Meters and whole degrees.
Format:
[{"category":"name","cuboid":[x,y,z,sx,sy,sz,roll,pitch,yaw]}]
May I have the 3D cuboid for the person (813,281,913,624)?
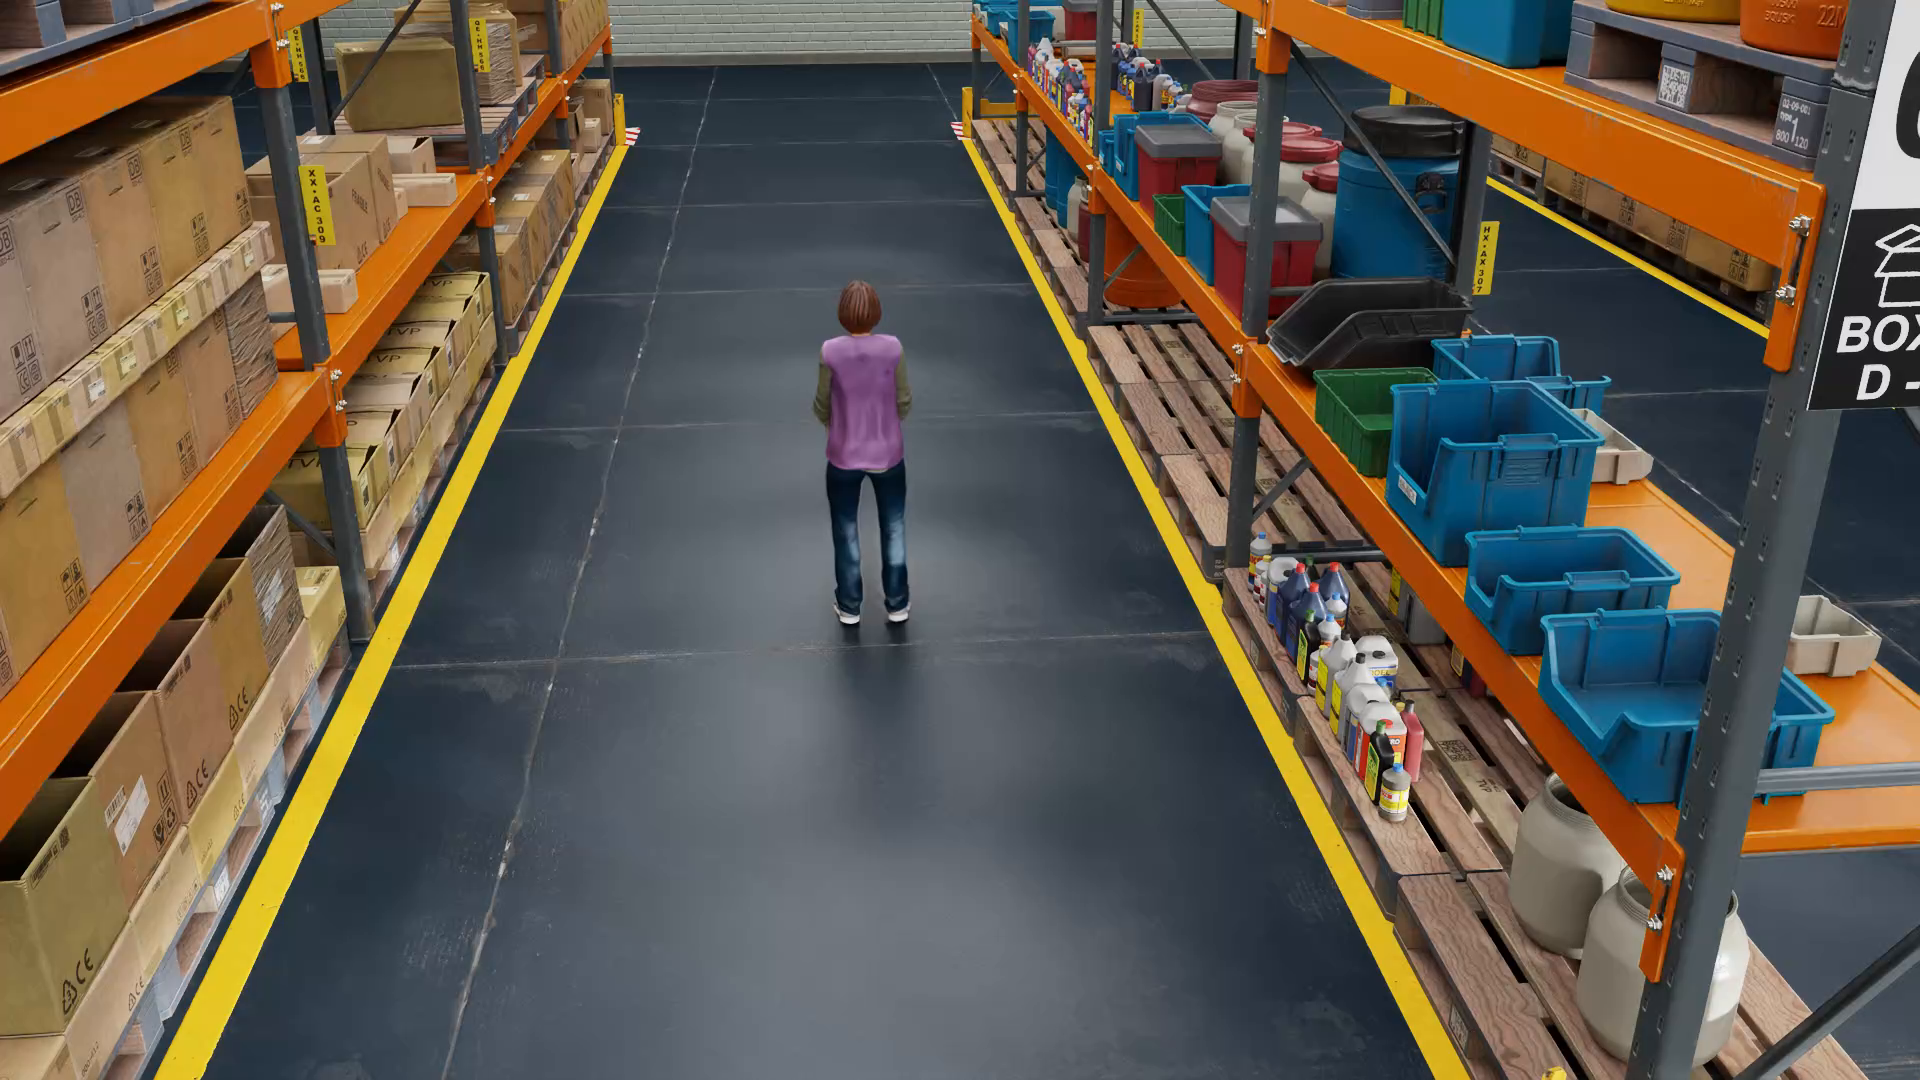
[{"category":"person","cuboid":[-0.431,-0.394,7.484,0.444,1.603,0.424,-3,24,-6]}]
